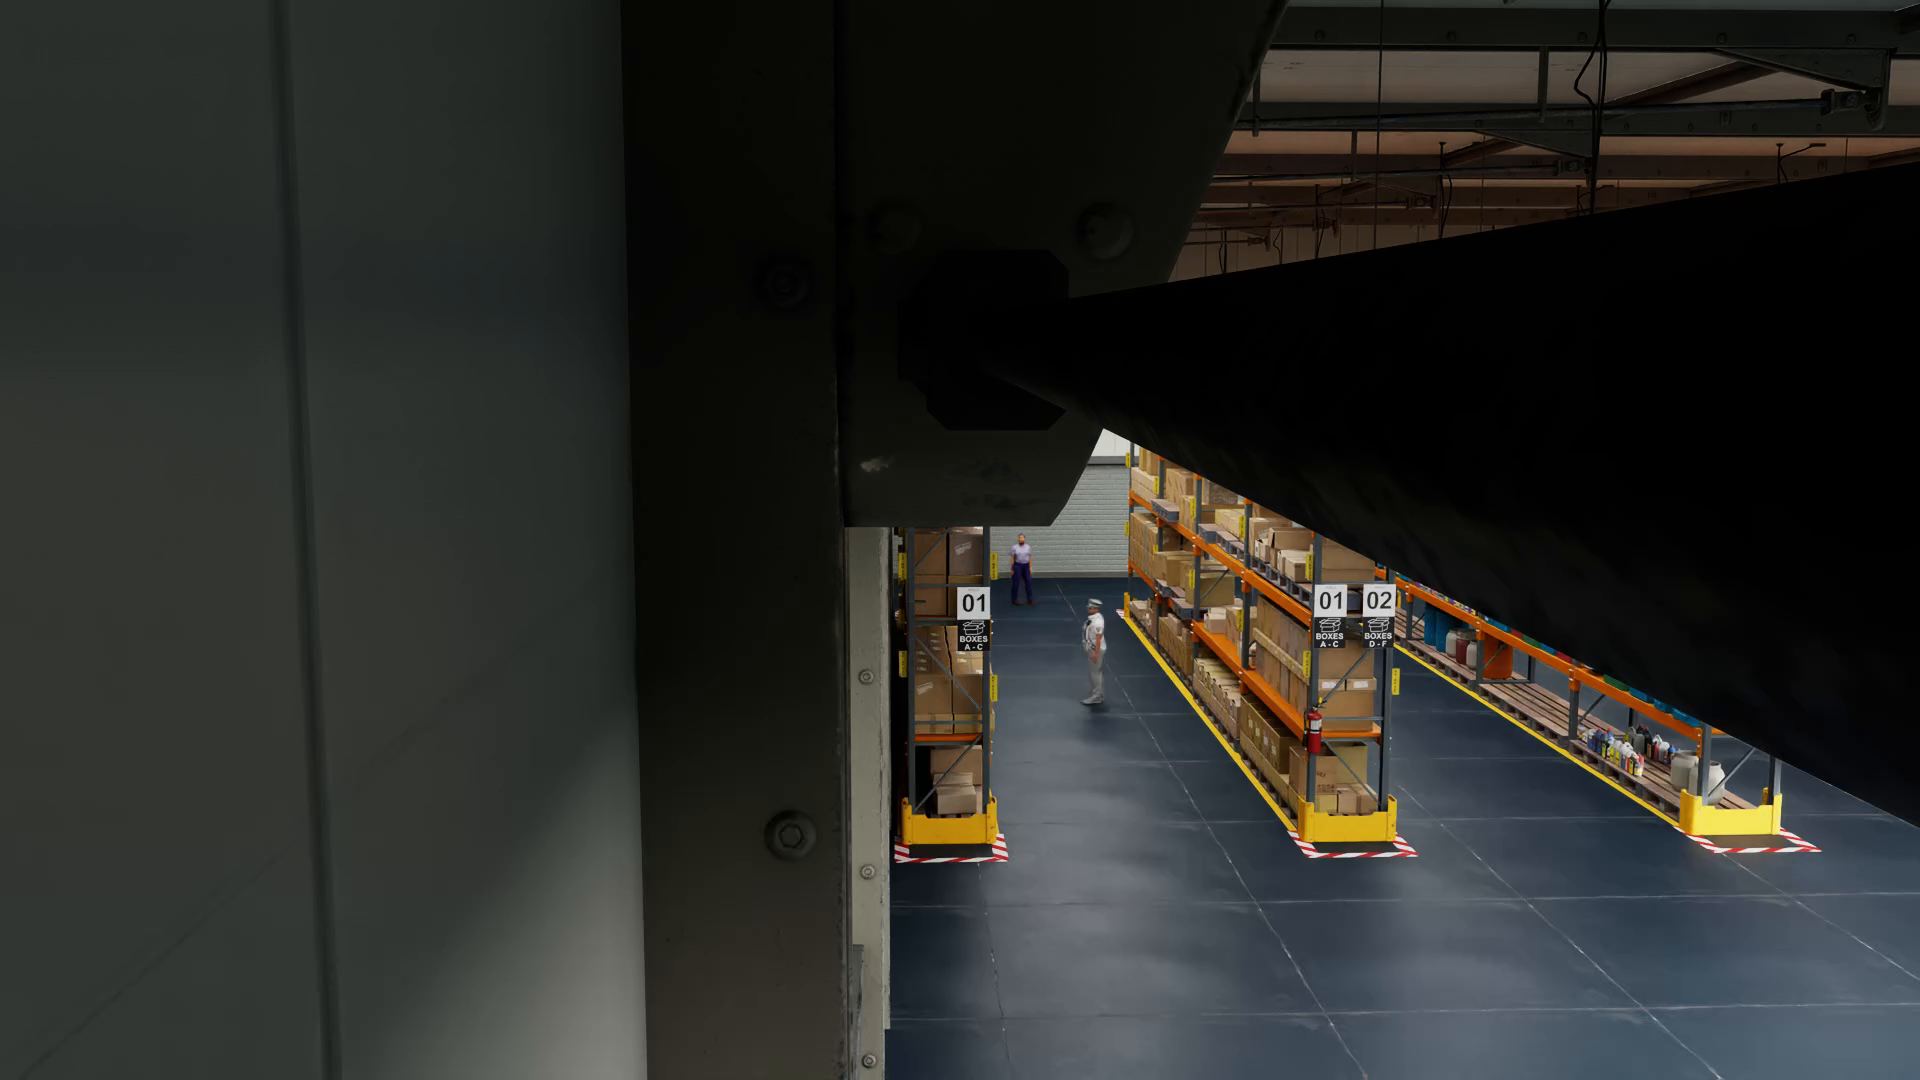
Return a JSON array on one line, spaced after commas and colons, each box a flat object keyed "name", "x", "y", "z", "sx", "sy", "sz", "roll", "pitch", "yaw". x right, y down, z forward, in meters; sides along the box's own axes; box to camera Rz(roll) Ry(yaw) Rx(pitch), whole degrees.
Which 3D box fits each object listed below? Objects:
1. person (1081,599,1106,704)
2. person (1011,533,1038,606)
[{"name": "person", "x": 2.244, "y": 1.869, "z": 28.031, "sx": 0.405, "sy": 1.779, "sz": 0.624, "roll": -1, "pitch": 7, "yaw": -4}, {"name": "person", "x": 1.450, "y": 0.670, "z": 37.893, "sx": 0.495, "sy": 1.643, "sz": 0.562, "roll": -5, "pitch": 9, "yaw": -32}]
